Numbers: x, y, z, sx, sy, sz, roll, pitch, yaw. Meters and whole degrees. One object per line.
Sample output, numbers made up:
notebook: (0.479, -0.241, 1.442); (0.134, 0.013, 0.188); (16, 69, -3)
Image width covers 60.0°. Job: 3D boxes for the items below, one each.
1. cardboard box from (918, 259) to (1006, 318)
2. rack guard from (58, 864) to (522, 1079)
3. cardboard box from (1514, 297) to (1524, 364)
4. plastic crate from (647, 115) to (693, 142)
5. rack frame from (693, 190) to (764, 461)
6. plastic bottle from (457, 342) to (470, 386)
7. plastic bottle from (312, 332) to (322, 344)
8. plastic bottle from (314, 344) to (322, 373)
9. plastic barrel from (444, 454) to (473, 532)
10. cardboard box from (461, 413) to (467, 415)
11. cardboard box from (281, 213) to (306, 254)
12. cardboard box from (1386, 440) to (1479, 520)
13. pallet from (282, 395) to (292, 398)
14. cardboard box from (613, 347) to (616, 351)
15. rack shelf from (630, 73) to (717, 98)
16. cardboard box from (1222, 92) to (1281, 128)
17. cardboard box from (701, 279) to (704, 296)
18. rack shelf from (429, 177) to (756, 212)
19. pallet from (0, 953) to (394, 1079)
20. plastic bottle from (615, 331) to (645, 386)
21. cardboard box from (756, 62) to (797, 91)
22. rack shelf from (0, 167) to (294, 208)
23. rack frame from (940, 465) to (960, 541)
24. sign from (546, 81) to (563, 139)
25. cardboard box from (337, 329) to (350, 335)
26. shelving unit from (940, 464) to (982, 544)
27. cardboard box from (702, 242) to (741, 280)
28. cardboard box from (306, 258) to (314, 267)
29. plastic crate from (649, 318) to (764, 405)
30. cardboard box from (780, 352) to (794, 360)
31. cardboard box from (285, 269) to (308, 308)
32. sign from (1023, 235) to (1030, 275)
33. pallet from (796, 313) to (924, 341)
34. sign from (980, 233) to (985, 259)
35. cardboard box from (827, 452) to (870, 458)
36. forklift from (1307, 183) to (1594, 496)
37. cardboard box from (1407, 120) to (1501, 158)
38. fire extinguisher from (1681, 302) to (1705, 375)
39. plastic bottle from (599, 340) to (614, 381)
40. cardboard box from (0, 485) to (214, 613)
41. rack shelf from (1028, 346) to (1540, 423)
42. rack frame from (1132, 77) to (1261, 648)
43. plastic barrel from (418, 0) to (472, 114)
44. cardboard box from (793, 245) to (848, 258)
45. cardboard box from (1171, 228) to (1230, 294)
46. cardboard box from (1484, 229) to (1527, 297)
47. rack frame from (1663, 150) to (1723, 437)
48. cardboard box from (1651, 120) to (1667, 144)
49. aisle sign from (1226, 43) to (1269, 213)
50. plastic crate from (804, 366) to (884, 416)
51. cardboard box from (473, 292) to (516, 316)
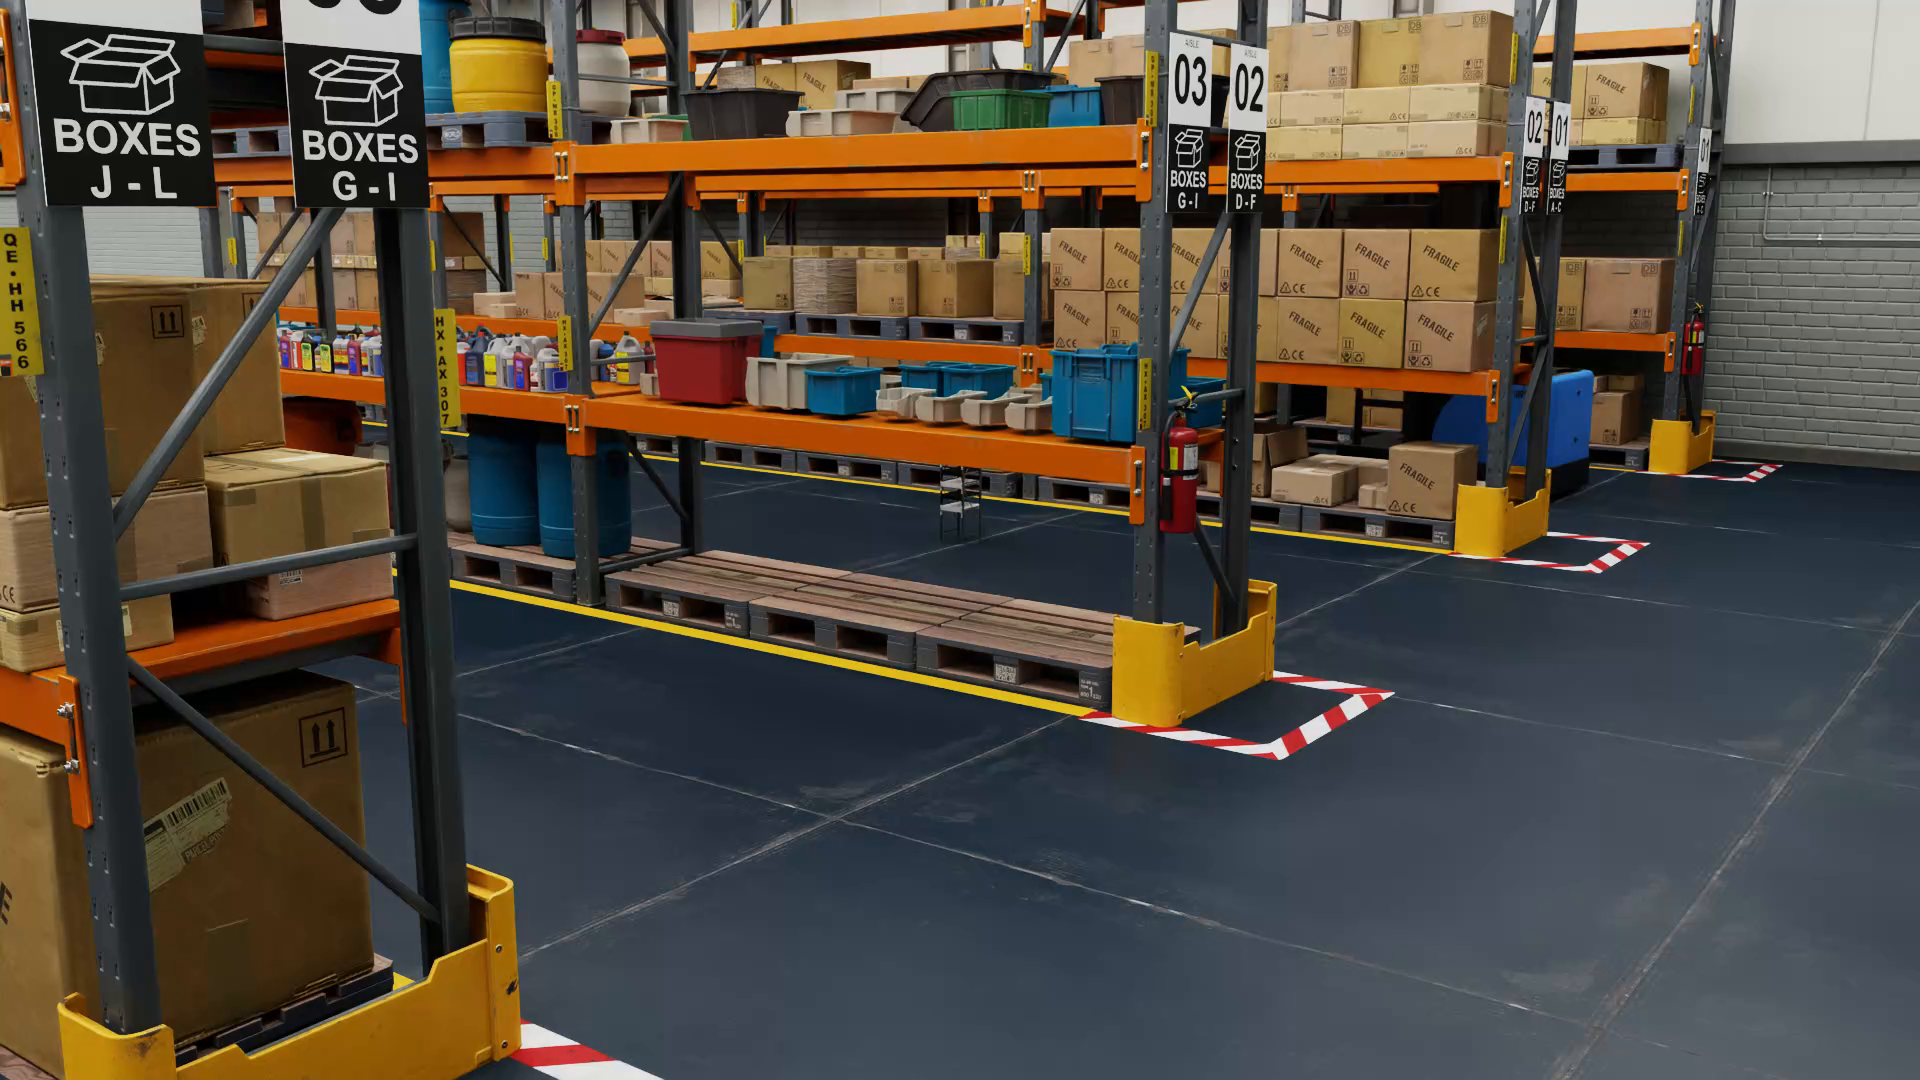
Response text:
cardboard box: (0.040, -2.301, 15.158); (0.700, 0.500, 0.500); (-11, 15, -44)
rack guard: (-1.742, 1.305, 4.467); (0.348, 0.500, 1.175); (8, 13, 36)
cardboard box: (3.904, -1.580, 12.538); (0.500, 0.500, 0.500); (8, 14, 37)
plastic crate: (-1.533, -2.500, 10.216); (0.662, 0.188, 0.450); (8, 13, 36)
rack frame: (-2.343, -2.340, 16.730); (0.127, 3.000, 1.000); (8, 13, 36)
plastic bottle: (-3.264, -1.164, 10.978); (0.135, 0.276, 0.152); (8, 13, 36)
plastic bottle: (-4.634, -1.361, 12.008); (0.097, 0.271, 0.097); (0, 11, 0)
plastic bottle: (-4.563, -1.303, 11.889); (0.097, 0.201, 0.097); (0, 11, 0)
plastic barrel: (-3.455, -0.338, 11.824); (0.421, 0.512, 0.421); (0, 11, 0)
cardboard box: (-5.388, -1.563, 18.845); (0.500, 0.250, 0.500); (8, 13, 34)
cardboard box: (-7.952, -3.807, 20.633); (0.500, 0.500, 0.700); (8, 13, 34)
cardboard box: (3.521, -0.453, 12.398); (0.500, 0.500, 0.500); (8, 13, 36)
pallet: (-8.150, -1.791, 21.233); (1.213, 0.211, 1.003); (8, 13, 36)
cardboard box: (-4.898, -2.739, 24.710); (0.500, 0.311, 0.500); (9, 14, 40)
rack shelf: (-4.250, -6.364, 23.638); (4.000, 0.370, 1.077); (8, 13, 36)
cardboard box: (2.329, -3.272, 12.729); (0.500, 0.250, 0.500); (8, 13, 36)
cardboard box: (-3.596, -3.549, 23.321); (0.500, 0.250, 0.500); (8, 14, 36)
rack shelf: (-3.955, -3.685, 17.676); (4.000, 0.370, 1.077); (8, 13, 36)
pallet: (-2.452, 1.366, 4.912); (1.213, 0.211, 1.003); (8, 13, 36)
plastic bottle: (-2.178, -1.202, 10.977); (0.185, 0.351, 0.144); (8, 13, 36)
cardboard box: (-1.584, -4.246, 15.786); (0.500, 0.500, 0.500); (8, 13, 36)
rack shelf: (-6.890, -2.927, 13.758); (4.000, 0.370, 1.077); (8, 13, 36)
rack frame: (-0.075, -0.452, 12.499); (0.006, 0.900, 0.240); (8, 13, 36)
sign: (-2.381, -2.526, 9.768); (0.005, 0.325, 0.100); (8, 13, 36)
cardboard box: (-8.182, -2.449, 21.453); (0.500, 0.500, 0.500); (8, 13, 36)
shelving unit: (0.007, -0.441, 12.439); (0.210, 0.900, 0.258); (8, 13, 36)
cardboard box: (-3.202, -3.859, 22.948); (0.500, 0.500, 0.500); (8, 13, 35)
cardboard box: (-7.769, -3.414, 20.311); (0.250, 0.149, 0.380); (7, 13, 34)
plastic crate: (-1.482, -1.055, 9.759); (0.583, 0.464, 0.402); (8, 13, 36)
cardboard box: (-2.035, -2.457, 22.758); (0.500, 0.500, 0.700); (9, 14, 37)
cardboard box: (-7.996, -3.176, 20.787); (0.500, 0.500, 0.700); (8, 14, 37)
sign: (0.556, -2.374, 13.854); (0.005, 0.325, 0.100); (8, 13, 36)
pallet: (-0.773, -2.028, 15.622); (1.213, 0.211, 1.003); (8, 13, 36)
sign: (0.273, -3.545, 20.115); (0.005, 0.325, 0.100); (8, 13, 36)
cardboard box: (-0.895, -1.061, 15.541); (0.500, 0.500, 0.500); (7, 13, 34)
forklift: (4.127, -1.990, 15.097); (3.031, 2.935, 1.130); (9, 14, 39)
cardboard box: (3.535, -2.857, 11.900); (0.500, 0.250, 0.500); (8, 13, 36)
fire extinguisher: (6.883, -1.891, 15.593); (0.183, 0.674, 0.296); (8, 13, 36)
plastic bottle: (-2.387, -1.212, 11.238); (0.097, 0.271, 0.097); (0, 11, 0)
cardboard box: (-2.309, -0.011, 4.302); (0.500, 0.250, 0.500); (8, 13, 35)
rack shelf: (2.493, -1.313, 13.312); (4.000, 0.370, 1.077); (8, 13, 36)
rack frame: (1.170, -0.683, 8.163); (0.127, 3.000, 1.000); (8, 13, 36)
plastic barrel: (-3.520, -3.226, 10.986); (0.708, 0.901, 0.600); (8, 13, 36)
cardboard box: (-1.801, -3.688, 22.272); (0.500, 0.500, 0.700); (10, 15, 41)
cardboard box: (1.925, -2.219, 13.206); (0.500, 0.500, 0.500); (7, 13, 34)
cardboard box: (3.904, -2.071, 12.443); (0.500, 0.500, 0.500); (8, 14, 37)
rack frame: (7.034, -2.200, 16.003); (0.127, 3.000, 1.000); (8, 13, 36)
cardboard box: (6.591, -3.974, 16.301); (0.500, 0.250, 0.500); (9, 14, 38)
aisle sign: (1.404, -1.997, 8.110); (0.004, 0.787, 0.394); (8, 13, 36)
plastic crate: (-0.637, -0.822, 9.164); (0.300, 0.233, 0.416); (8, 13, 36)
cardboard box: (-5.144, -2.668, 18.817); (0.500, 0.250, 0.500); (9, 14, 39)
